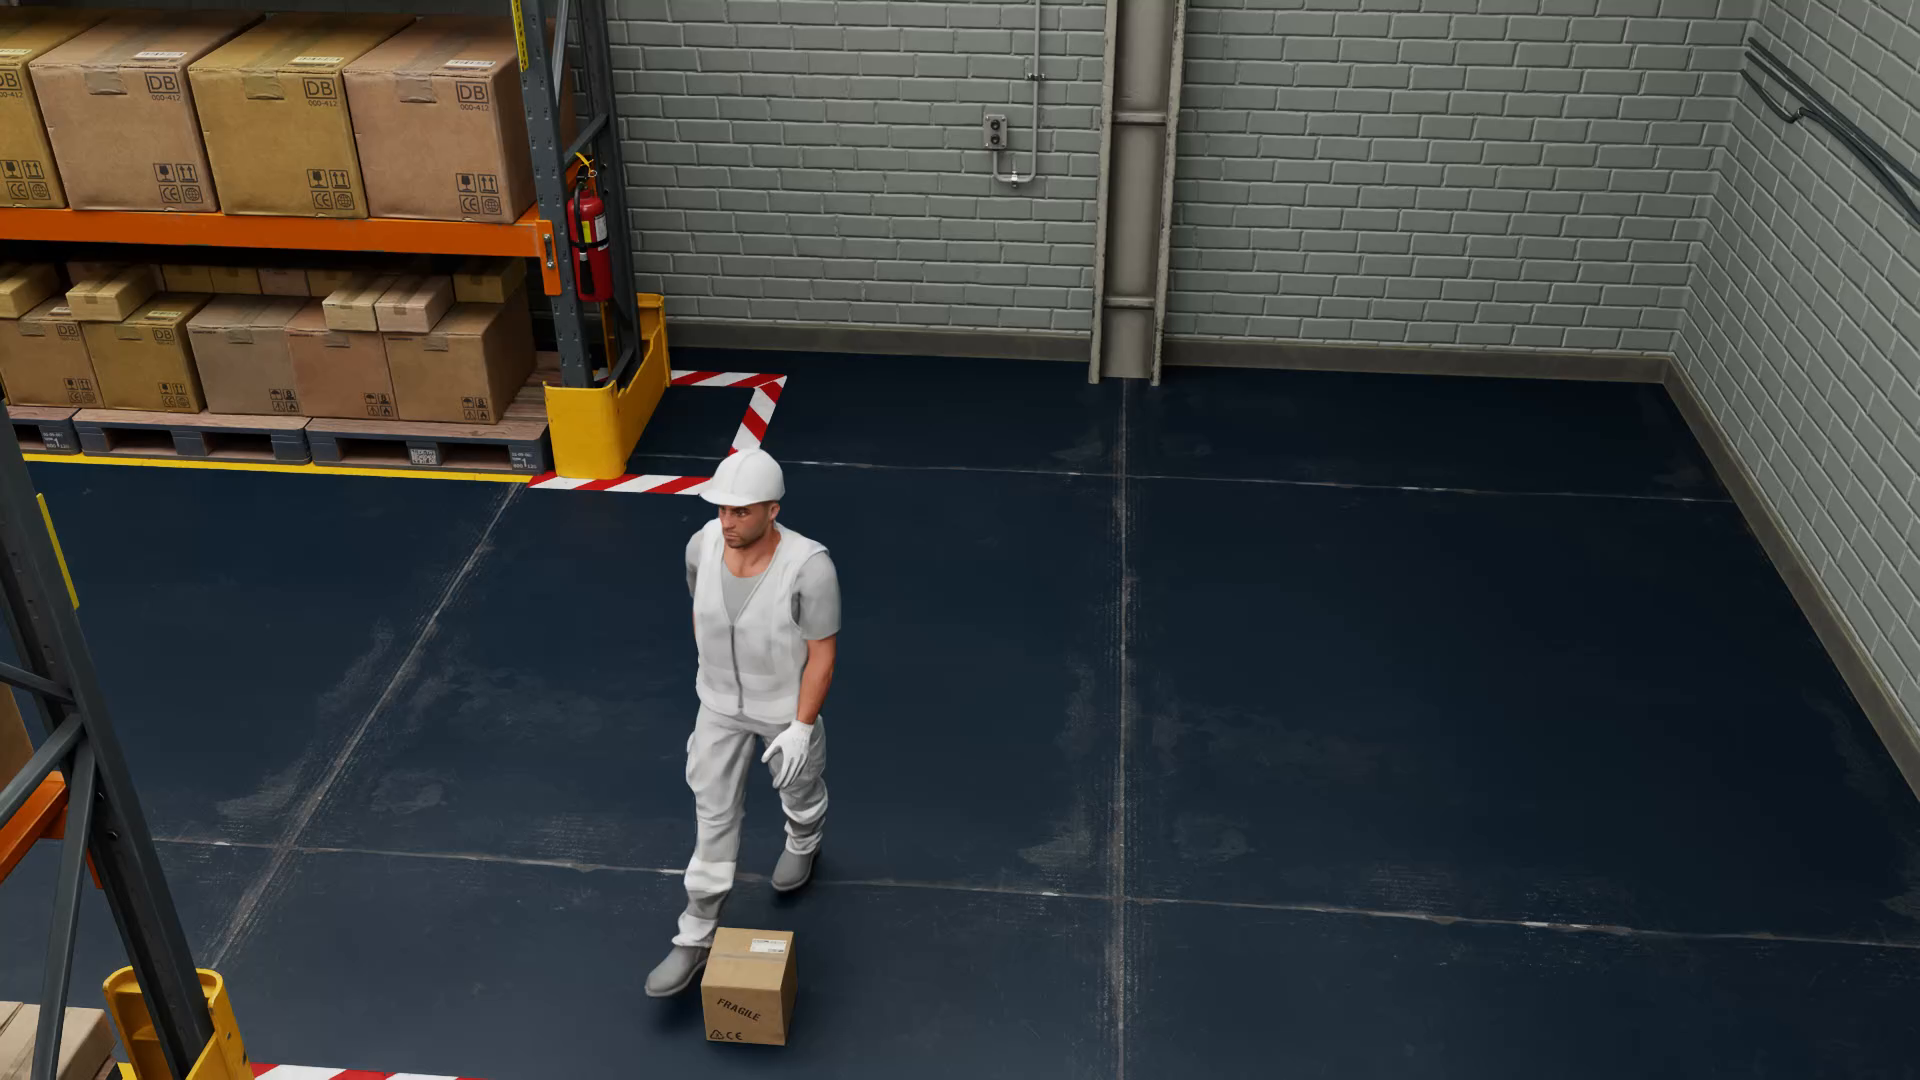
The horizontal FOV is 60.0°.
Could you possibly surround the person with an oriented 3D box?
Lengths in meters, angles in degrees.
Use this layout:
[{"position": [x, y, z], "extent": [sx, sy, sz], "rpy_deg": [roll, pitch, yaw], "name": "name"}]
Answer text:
[{"position": [-0.665, 0.573, 5.147], "extent": [0.552, 1.752, 0.950], "rpy_deg": [8, 33, 13], "name": "person"}]
